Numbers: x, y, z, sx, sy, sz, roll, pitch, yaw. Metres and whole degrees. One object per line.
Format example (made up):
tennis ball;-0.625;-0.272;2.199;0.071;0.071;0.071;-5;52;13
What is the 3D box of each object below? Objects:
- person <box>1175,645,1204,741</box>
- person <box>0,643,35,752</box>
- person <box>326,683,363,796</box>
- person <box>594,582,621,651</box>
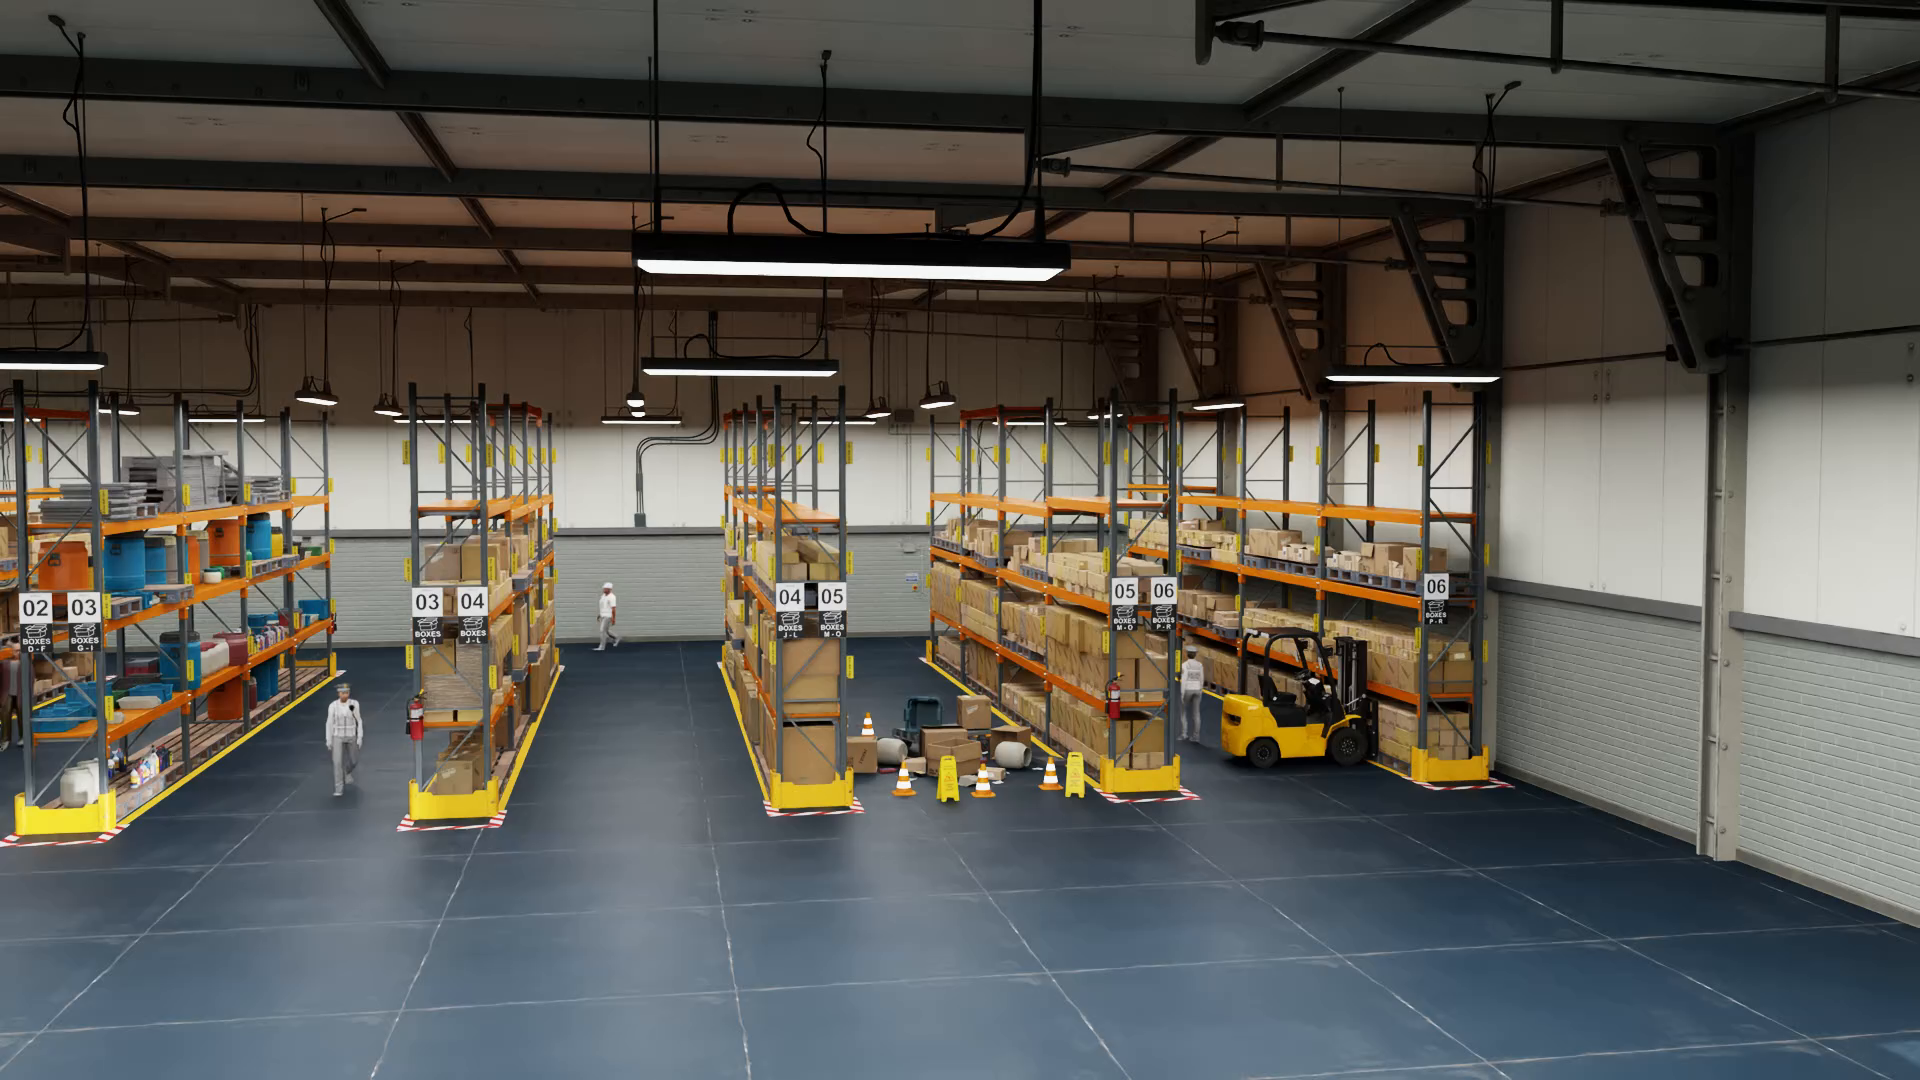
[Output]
person;4.065;2.717;29.118;0.504;1.729;0.579;-1;3;-16
person;-16.222;2.687;28.498;0.612;1.794;0.800;-1;3;-21
person;-9.156;2.925;24.726;0.516;1.633;0.929;-1;3;-26
person;-9.066;1.960;42.816;0.837;1.749;0.630;-3;4;-43
